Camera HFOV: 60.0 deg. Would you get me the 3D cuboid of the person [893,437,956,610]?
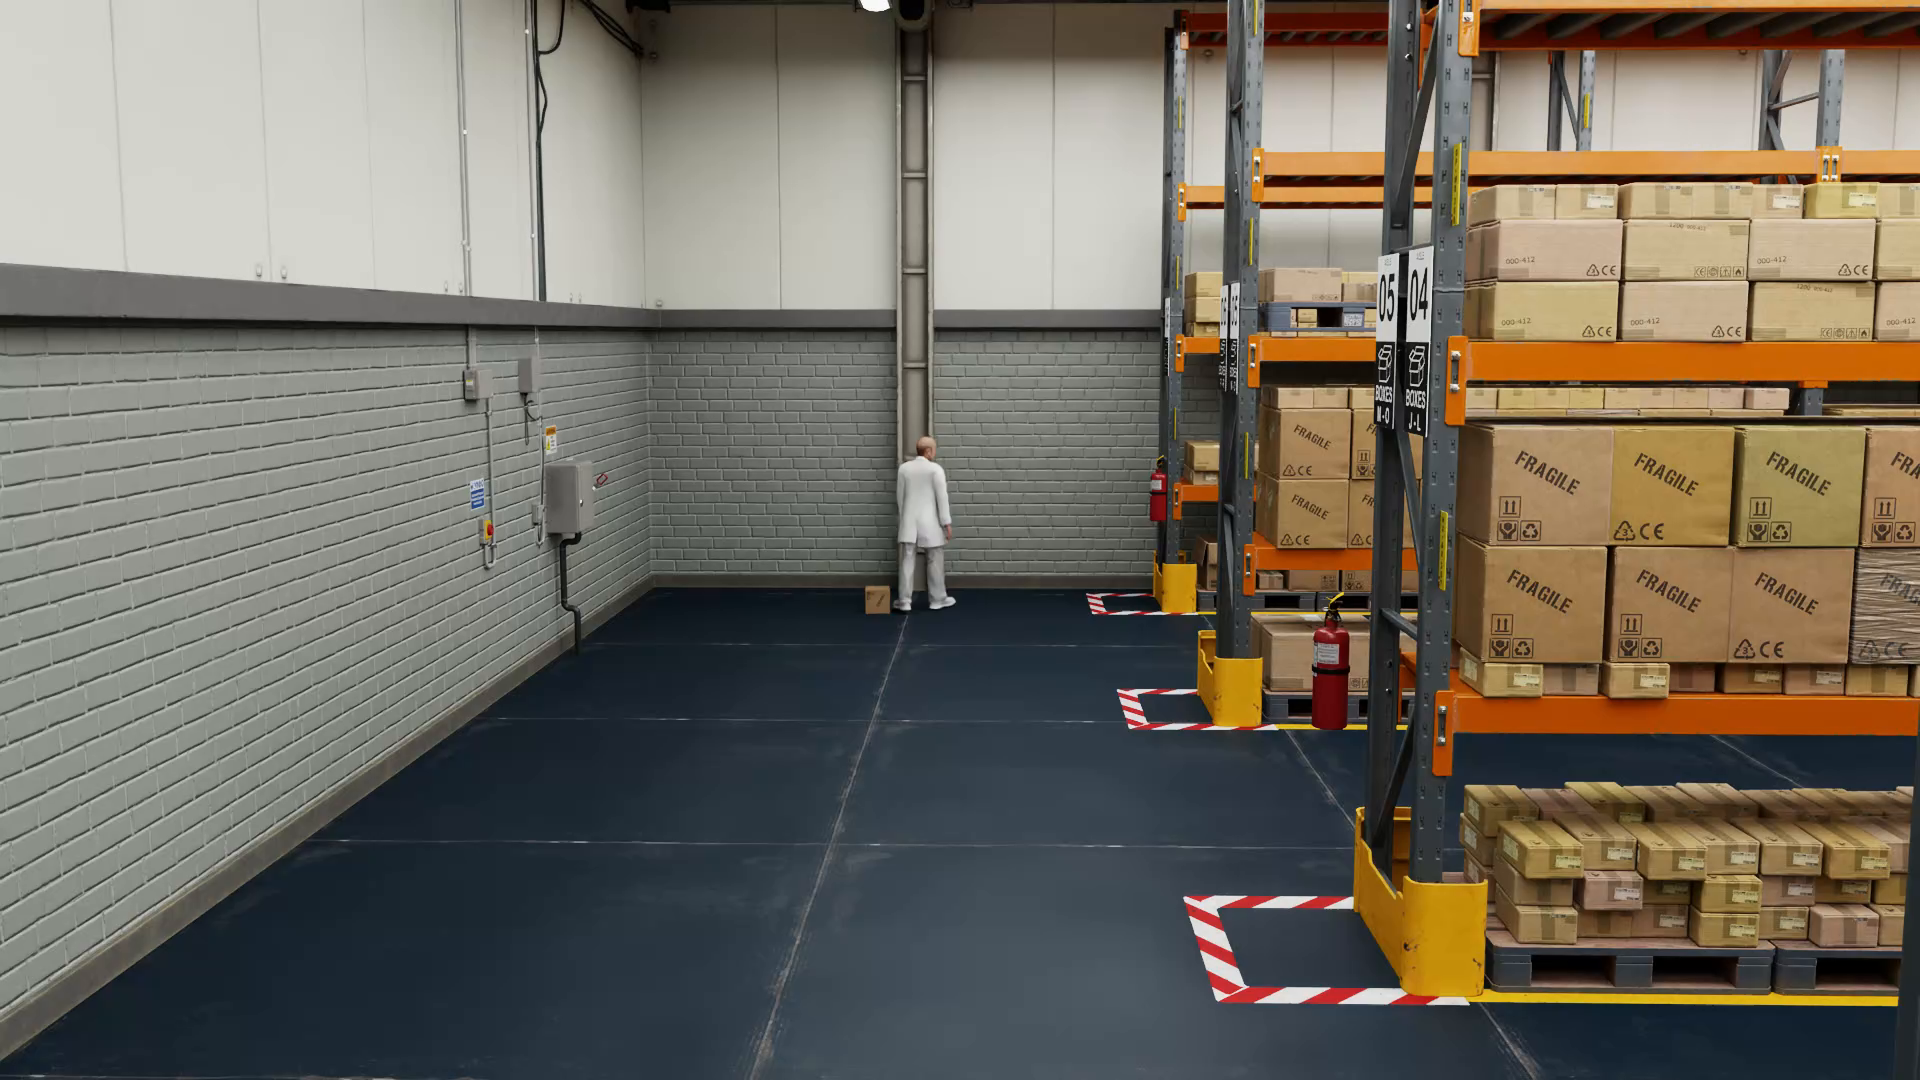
[{"bbox_3d":[-0.360,-0.172,17.062,0.639,1.773,0.670,3,8,23],"label":"person"}]
